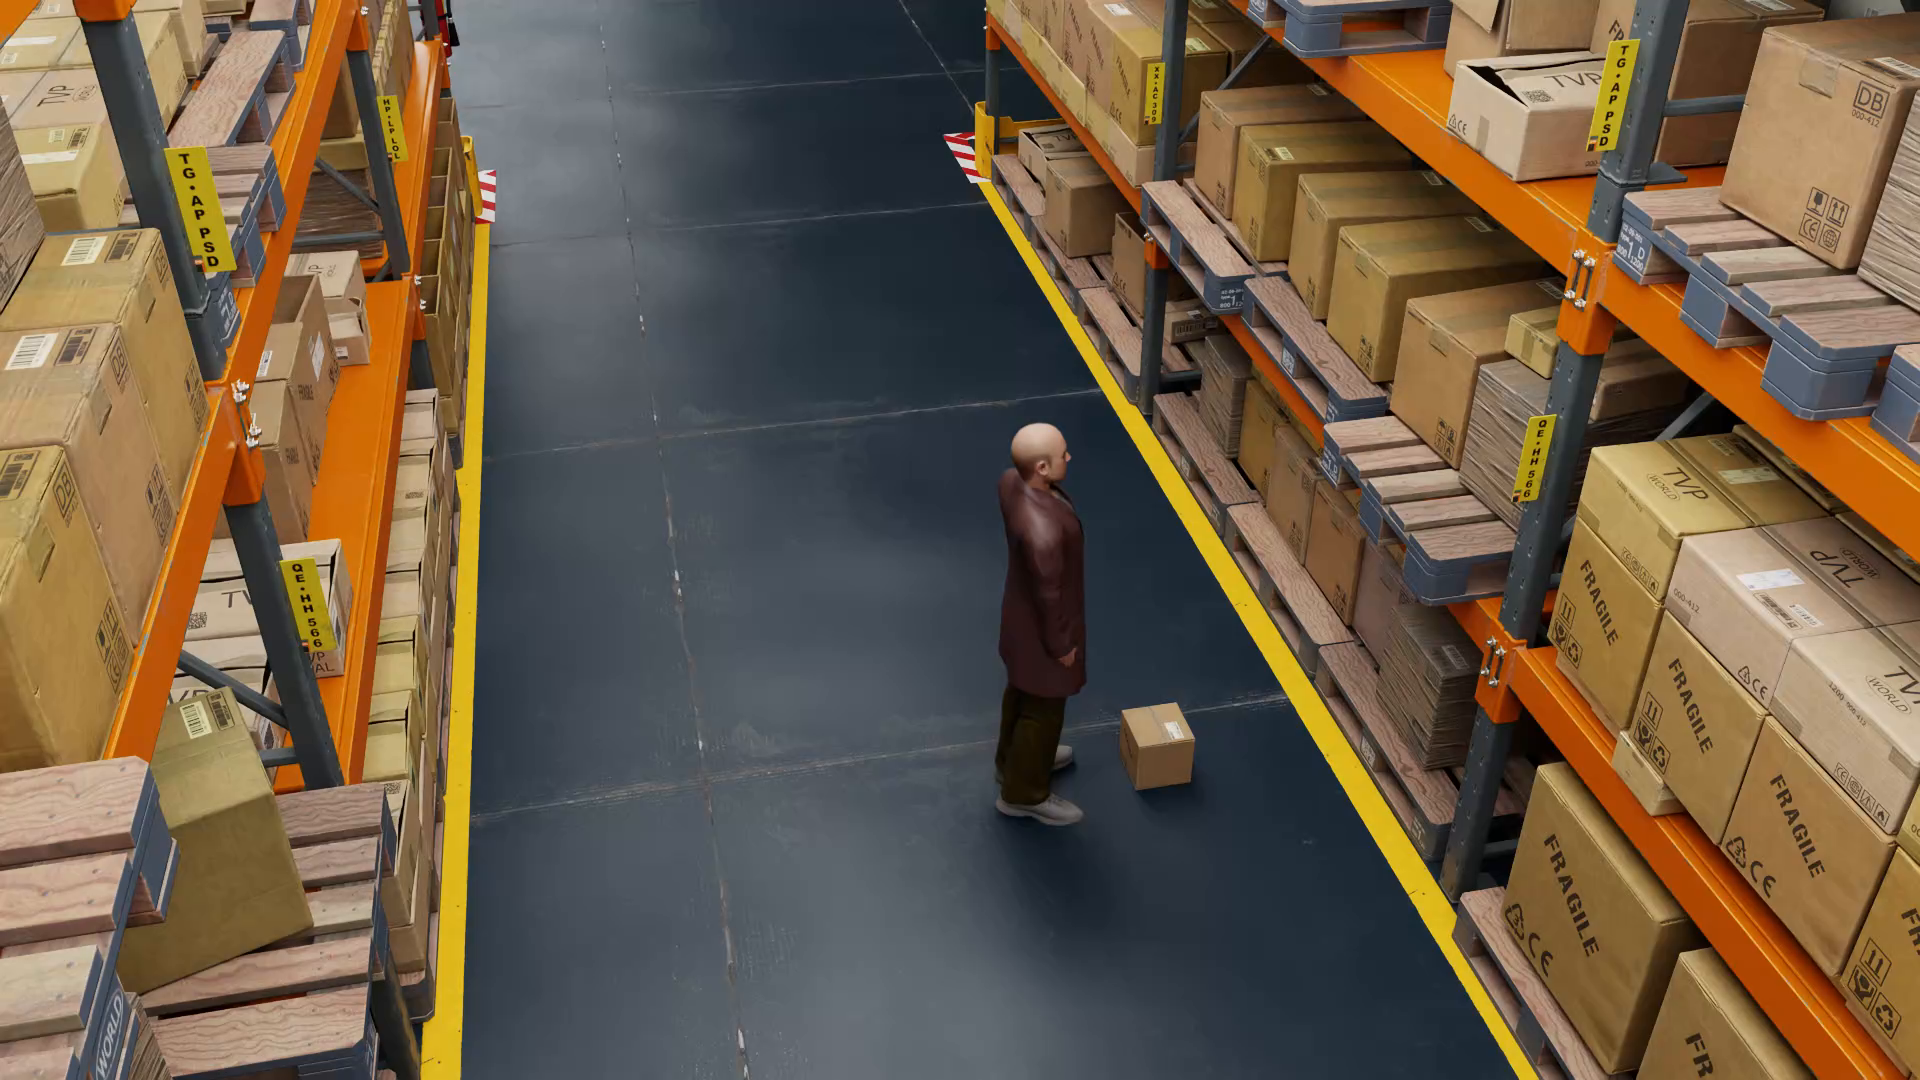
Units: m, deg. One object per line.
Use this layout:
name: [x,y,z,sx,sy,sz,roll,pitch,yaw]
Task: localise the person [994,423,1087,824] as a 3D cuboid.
person: [0.324,0.324,6.688,0.415,1.806,0.582,-7,35,-10]
